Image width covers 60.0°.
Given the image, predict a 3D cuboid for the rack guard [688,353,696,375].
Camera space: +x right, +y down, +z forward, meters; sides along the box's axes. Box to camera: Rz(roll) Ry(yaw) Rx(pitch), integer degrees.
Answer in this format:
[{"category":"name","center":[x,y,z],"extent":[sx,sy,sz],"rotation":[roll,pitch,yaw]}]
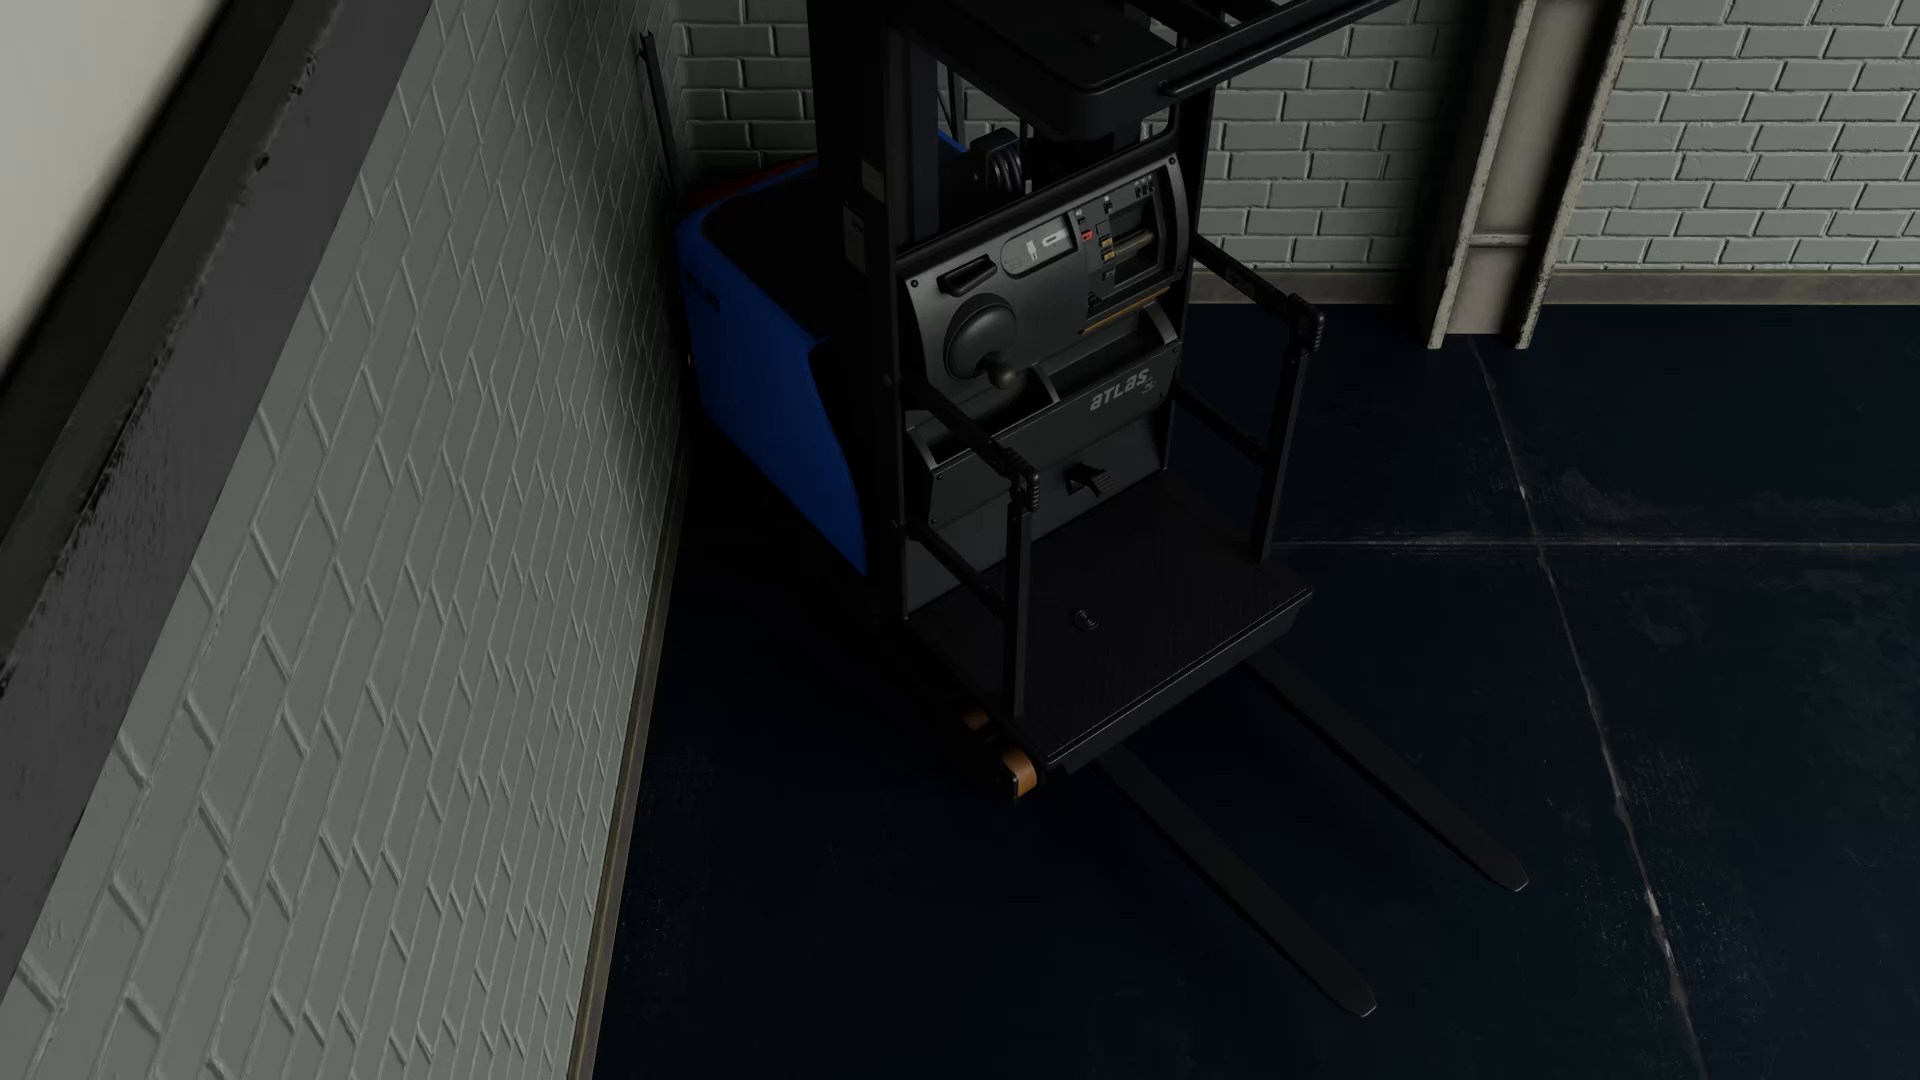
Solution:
[{"category":"rack guard","center":[-0.948,-0.657,6.109],"extent":[0.087,0.250,0.587],"rotation":[-22,45,-18]}]

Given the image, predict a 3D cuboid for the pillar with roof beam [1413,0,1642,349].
[{"category":"pillar with roof beam","center":[1.988,-0.769,0.318],"extent":[0.400,9.000,9.100],"rotation":[0,47,0]}]

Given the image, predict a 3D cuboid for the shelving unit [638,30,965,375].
[{"category":"shelving unit","center":[-0.549,-1.294,5.839],"extent":[1.083,1.500,0.587],"rotation":[-22,45,-18]}]

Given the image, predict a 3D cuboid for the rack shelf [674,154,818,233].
[{"category":"rack shelf","center":[-0.545,-1.159,5.958],"extent":[1.000,0.185,0.538],"rotation":[-22,45,-18]}]

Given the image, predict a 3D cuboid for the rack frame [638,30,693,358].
[{"category":"rack frame","center":[-1.005,-1.109,5.681],"extent":[0.032,1.500,0.500],"rotation":[-22,45,-18]}]

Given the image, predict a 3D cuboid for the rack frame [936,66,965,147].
[{"category":"rack frame","center":[-0.108,-1.474,5.991],"extent":[0.032,1.500,0.500],"rotation":[-22,45,-18]}]

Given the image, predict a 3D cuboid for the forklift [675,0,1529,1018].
[{"category":"forklift","center":[0.380,-0.638,4.341],"extent":[1.130,2.935,3.031],"rotation":[-29,54,-25]}]
